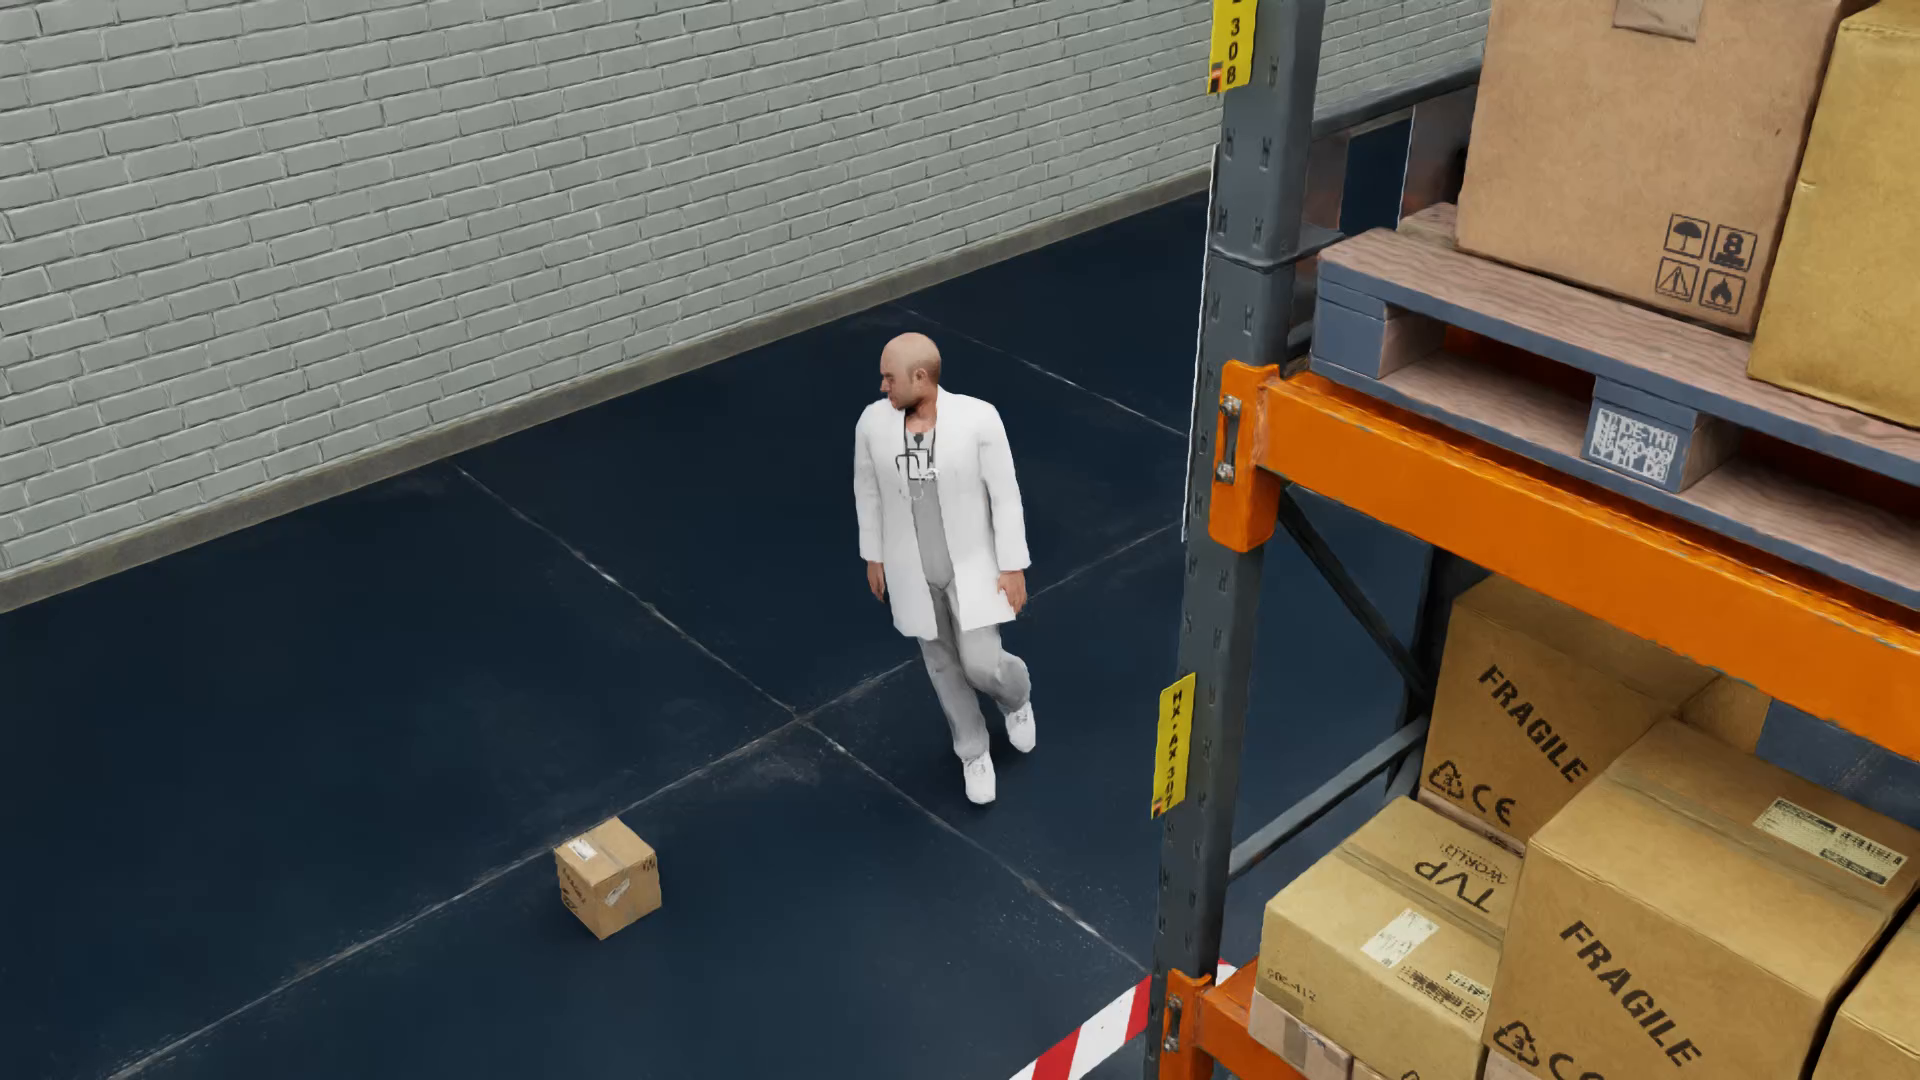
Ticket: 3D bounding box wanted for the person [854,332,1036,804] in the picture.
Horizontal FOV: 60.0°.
[{"bbox_3d":[-0.057,0.104,5.983,0.691,1.764,0.526,4,32,7],"label":"person"}]
